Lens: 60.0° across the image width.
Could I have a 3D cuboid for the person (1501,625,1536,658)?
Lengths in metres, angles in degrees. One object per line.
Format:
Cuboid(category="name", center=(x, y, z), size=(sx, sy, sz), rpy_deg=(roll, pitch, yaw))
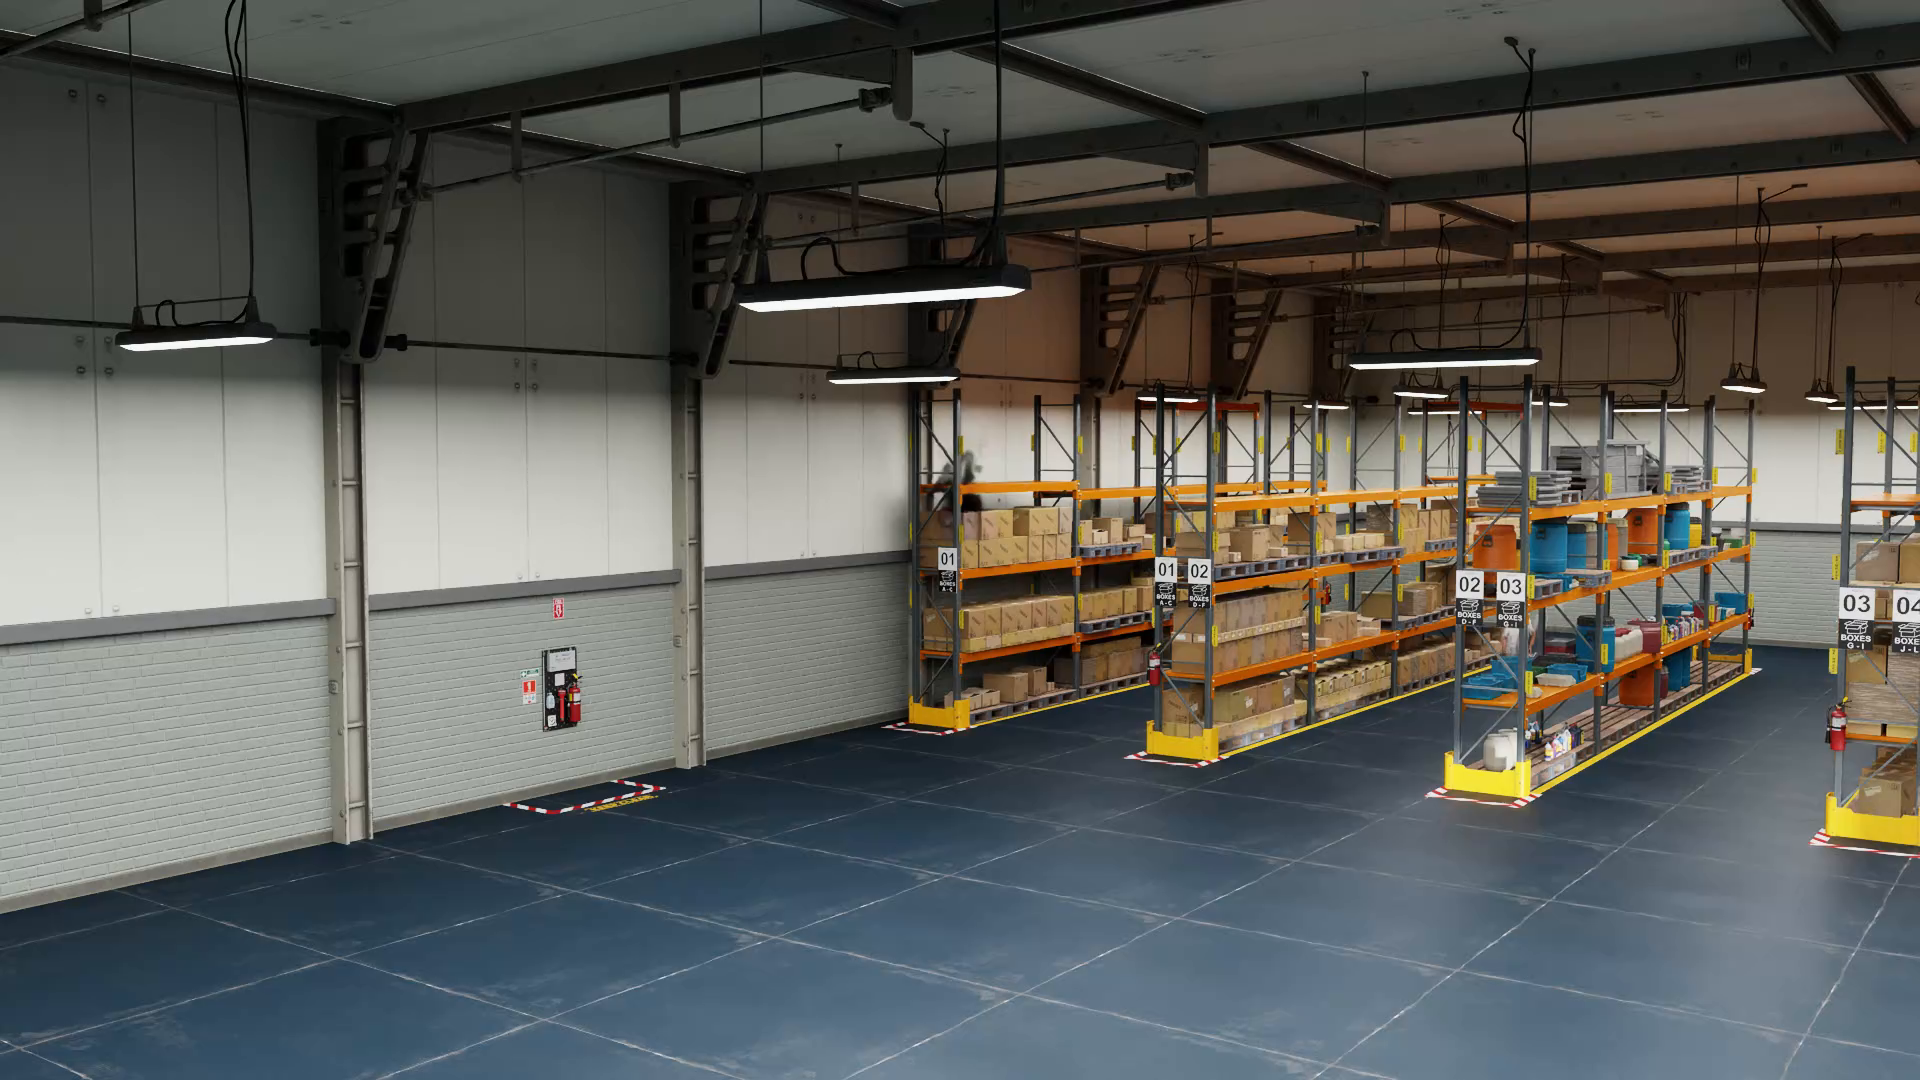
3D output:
Cuboid(category="person", center=(11.179, 2.238, 33.285), size=(0.653, 1.750, 0.829), rpy_deg=(1, 4, 22))
